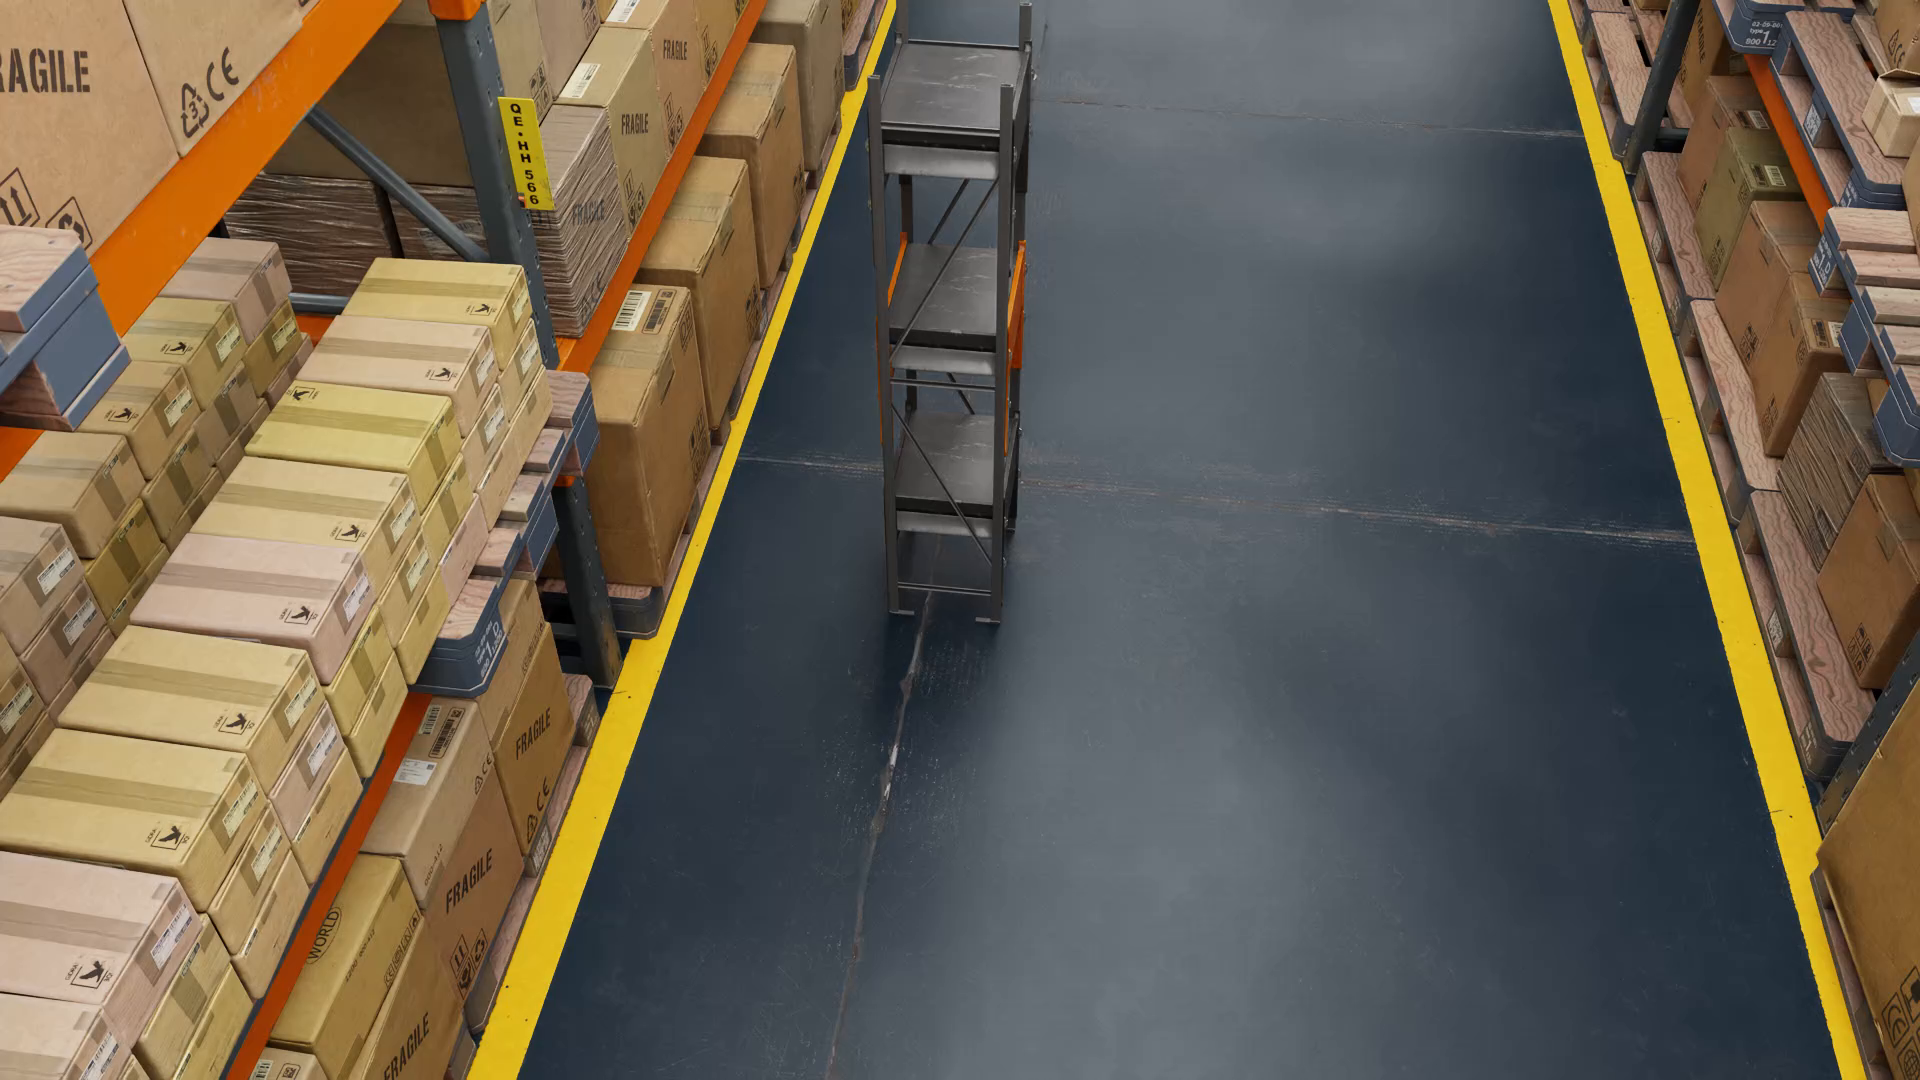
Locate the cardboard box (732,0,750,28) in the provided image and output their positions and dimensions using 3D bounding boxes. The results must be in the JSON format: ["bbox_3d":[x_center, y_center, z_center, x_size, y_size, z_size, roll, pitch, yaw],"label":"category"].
[{"bbox_3d":[-1.083,-2.351,6.478,0.500,0.500,0.500,6,44,6],"label":"cardboard box"}]

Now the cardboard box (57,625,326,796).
[{"bbox_3d":[-1.458,0.322,3.173,0.380,0.149,0.250,7,44,8],"label":"cardboard box"}]

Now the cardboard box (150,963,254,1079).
[{"bbox_3d":[-1.528,0.890,3.005,0.380,0.149,0.250,5,44,5],"label":"cardboard box"}]

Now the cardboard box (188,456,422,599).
[{"bbox_3d":[-1.387,-0.027,3.542,0.380,0.149,0.250,6,44,7],"label":"cardboard box"}]

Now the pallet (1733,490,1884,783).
[{"bbox_3d":[3.333,0.343,5.735,1.003,0.211,1.213,5,44,6],"label":"pallet"}]

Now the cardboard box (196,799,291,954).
[{"bbox_3d":[-1.491,0.607,3.088,0.380,0.149,0.250,4,44,5],"label":"cardboard box"}]

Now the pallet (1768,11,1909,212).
[{"bbox_3d":[3.450,-1.421,5.708,1.003,0.211,1.213,5,44,6],"label":"pallet"}]

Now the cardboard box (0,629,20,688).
[{"bbox_3d":[-2.100,0.259,3.240,0.380,0.149,0.250,6,44,7],"label":"cardboard box"}]

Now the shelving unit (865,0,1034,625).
[{"bbox_3d":[-0.022,-0.650,5.409,0.431,2.100,0.503,5,44,6],"label":"shelving unit"}]

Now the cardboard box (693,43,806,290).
[{"bbox_3d":[-1.270,-1.631,7.121,1.050,0.750,0.750,5,44,6],"label":"cardboard box"}]

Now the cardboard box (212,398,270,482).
[{"bbox_3d":[-1.969,-0.249,4.209,0.380,0.149,0.250,7,44,8],"label":"cardboard box"}]

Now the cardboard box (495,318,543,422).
[{"bbox_3d":[-1.289,-0.448,4.203,0.380,0.149,0.250,6,44,6],"label":"cardboard box"}]

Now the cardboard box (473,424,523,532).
[{"bbox_3d":[-1.319,-0.172,4.127,0.380,0.149,0.250,5,44,5],"label":"cardboard box"}]

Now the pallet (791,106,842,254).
[{"bbox_3d":[-1.173,-1.838,8.038,1.003,0.211,1.213,5,44,6],"label":"pallet"}]

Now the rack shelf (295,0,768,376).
[{"bbox_3d":[-1.410,-1.759,6.449,1.077,0.370,4.000,5,44,6],"label":"rack shelf"}]

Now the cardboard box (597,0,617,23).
[{"bbox_3d":[-1.474,-2.056,5.440,0.700,0.500,0.500,5,44,5],"label":"cardboard box"}]

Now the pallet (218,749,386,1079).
[{"bbox_3d":[-1.896,0.765,3.400,1.003,0.211,1.213,5,44,6],"label":"pallet"}]

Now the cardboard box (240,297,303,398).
[{"bbox_3d":[-1.937,-0.516,4.274,0.380,0.149,0.250,7,44,7],"label":"cardboard box"}]

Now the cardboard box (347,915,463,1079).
[{"bbox_3d":[-1.629,1.286,4.223,0.500,0.500,0.500,3,44,4],"label":"cardboard box"}]

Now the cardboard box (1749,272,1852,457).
[{"bbox_3d":[3.426,-0.614,6.215,0.700,0.500,0.500,9,44,9],"label":"cardboard box"}]

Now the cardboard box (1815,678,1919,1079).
[{"bbox_3d":[3.117,0.950,4.305,1.225,0.875,0.875,3,44,4],"label":"cardboard box"}]

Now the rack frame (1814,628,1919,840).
[{"bbox_3d":[3.229,-0.138,4.214,1.000,3.000,0.127,5,44,6],"label":"rack frame"}]

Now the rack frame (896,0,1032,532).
[{"bbox_3d":[0.010,-0.816,5.585,0.400,2.100,0.015,5,44,6],"label":"rack frame"}]

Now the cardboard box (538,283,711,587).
[{"bbox_3d":[-1.505,-0.400,5.821,1.050,0.750,0.750,5,44,5],"label":"cardboard box"}]

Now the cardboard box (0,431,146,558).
[{"bbox_3d":[-2.033,-0.107,3.626,0.380,0.149,0.250,4,44,4],"label":"cardboard box"}]

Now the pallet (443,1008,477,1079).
[{"bbox_3d":[-1.943,1.717,4.283,1.003,0.211,1.213,5,44,6],"label":"pallet"}]

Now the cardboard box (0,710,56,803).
[{"bbox_3d":[-2.107,0.472,3.447,0.380,0.149,0.250,6,44,6],"label":"cardboard box"}]

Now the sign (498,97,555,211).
[{"bbox_3d":[-1.135,-1.006,4.346,0.100,0.325,0.005,5,44,6],"label":"sign"}]

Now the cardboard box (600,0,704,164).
[{"bbox_3d":[-1.216,-1.665,5.755,0.500,0.500,0.500,5,44,5],"label":"cardboard box"}]

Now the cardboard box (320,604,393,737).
[{"bbox_3d":[-1.423,0.253,3.462,0.380,0.149,0.250,5,44,5],"label":"cardboard box"}]

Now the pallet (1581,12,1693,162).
[{"bbox_3d":[3.811,-2.312,8.538,1.003,0.211,1.213,5,44,6],"label":"pallet"}]

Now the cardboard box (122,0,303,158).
[{"bbox_3d":[-1.551,-1.029,2.900,0.500,0.500,0.500,5,44,6],"label":"cardboard box"}]

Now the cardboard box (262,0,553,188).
[{"bbox_3d":[-1.605,-1.362,4.707,0.700,0.500,0.500,5,44,5],"label":"cardboard box"}]

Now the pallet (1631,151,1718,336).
[{"bbox_3d":[3.656,-1.320,7.491,1.003,0.211,1.213,5,44,6],"label":"pallet"}]

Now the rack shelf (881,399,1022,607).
[{"bbox_3d":[-0.022,-0.131,5.900,0.431,0.518,0.480,5,44,6],"label":"rack shelf"}]

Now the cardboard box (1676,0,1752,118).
[{"bbox_3d":[3.850,-2.377,8.092,0.500,0.500,0.500,4,44,4],"label":"cardboard box"}]

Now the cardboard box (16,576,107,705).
[{"bbox_3d":[-2.070,0.193,3.525,0.380,0.149,0.250,5,44,6],"label":"cardboard box"}]

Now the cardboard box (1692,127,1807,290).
[{"bbox_3d":[3.573,-1.376,7.019,0.700,0.500,0.500,5,44,5],"label":"cardboard box"}]

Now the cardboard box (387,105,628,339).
[{"bbox_3d":[-1.348,-0.975,5.025,0.500,0.500,0.500,6,44,6],"label":"cardboard box"}]

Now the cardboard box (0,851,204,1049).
[{"bbox_3d":[-1.525,0.684,2.791,0.380,0.149,0.250,7,44,7],"label":"cardboard box"}]

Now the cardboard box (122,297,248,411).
[{"bbox_3d":[-1.961,-0.454,3.992,0.380,0.149,0.250,4,44,4],"label":"cardboard box"}]

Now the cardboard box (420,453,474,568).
[{"bbox_3d":[-1.354,-0.087,3.821,0.380,0.149,0.250,6,44,7],"label":"cardboard box"}]

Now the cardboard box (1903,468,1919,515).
[{"bbox_3d":[3.287,-0.121,5.149,0.500,0.250,0.500,7,44,7],"label":"cardboard box"}]

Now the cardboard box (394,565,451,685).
[{"bbox_3d":[-1.389,0.173,3.763,0.380,0.149,0.250,5,44,5],"label":"cardboard box"}]

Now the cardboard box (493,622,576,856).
[{"bbox_3d":[-1.502,0.570,4.979,0.500,0.500,0.500,5,44,5],"label":"cardboard box"}]

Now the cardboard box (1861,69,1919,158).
[{"bbox_3d":[3.181,-1.402,5.342,0.396,0.266,0.258,4,44,4],"label":"cardboard box"}]

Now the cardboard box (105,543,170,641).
[{"bbox_3d":[-2.039,0.119,3.820,0.380,0.149,0.250,7,44,7],"label":"cardboard box"}]

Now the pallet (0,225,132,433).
[{"bbox_3d":[-1.882,-0.070,2.098,1.213,0.211,1.003,5,44,6],"label":"pallet"}]

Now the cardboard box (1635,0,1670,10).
[{"bbox_3d":[3.922,-3.199,8.959,0.500,0.500,0.500,2,43,2],"label":"cardboard box"}]

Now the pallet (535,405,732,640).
[{"bbox_3d":[-1.496,-0.175,6.281,1.003,0.211,1.213,5,44,6],"label":"pallet"}]

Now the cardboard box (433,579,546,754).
[{"bbox_3d":[-1.505,0.316,4.702,0.500,0.250,0.500,4,44,5],"label":"cardboard box"}]

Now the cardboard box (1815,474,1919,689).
[{"bbox_3d":[3.297,0.152,5.406,0.700,0.500,0.500,3,44,3],"label":"cardboard box"}]

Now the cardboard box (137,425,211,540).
[{"bbox_3d":[-2.003,-0.148,3.886,0.380,0.149,0.250,4,44,4],"label":"cardboard box"}]

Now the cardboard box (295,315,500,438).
[{"bbox_3d":[-1.320,-0.388,3.923,0.380,0.149,0.250,5,44,5],"label":"cardboard box"}]

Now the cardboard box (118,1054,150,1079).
[{"bbox_3d":[-1.562,0.959,2.717,0.380,0.149,0.250,7,44,7],"label":"cardboard box"}]

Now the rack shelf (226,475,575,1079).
[{"bbox_3d":[-1.939,0.967,3.570,1.077,0.370,4.000,5,44,6],"label":"rack shelf"}]

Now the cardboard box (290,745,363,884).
[{"bbox_3d":[-1.459,0.533,3.383,0.380,0.149,0.250,6,44,7],"label":"cardboard box"}]

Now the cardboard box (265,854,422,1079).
[{"bbox_3d":[-1.644,1.006,3.973,0.500,0.250,0.500,6,44,6],"label":"cardboard box"}]
